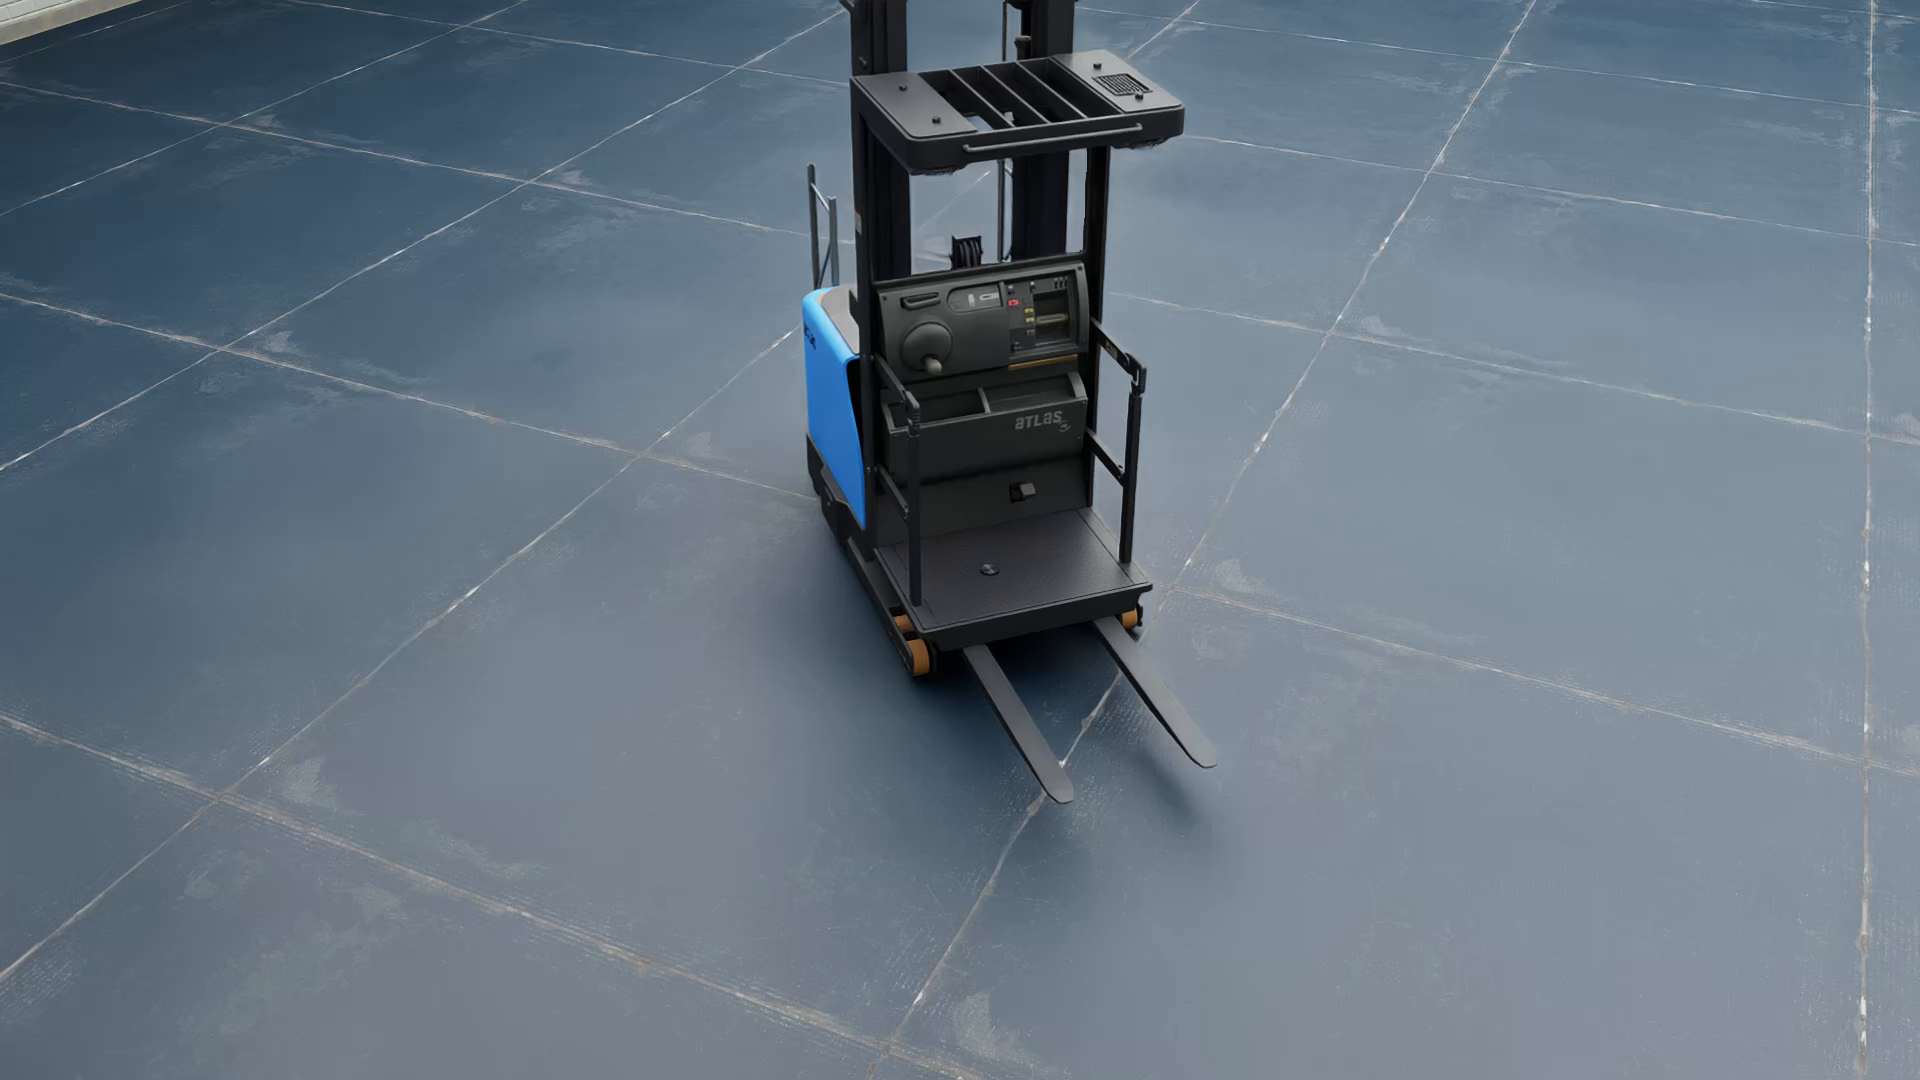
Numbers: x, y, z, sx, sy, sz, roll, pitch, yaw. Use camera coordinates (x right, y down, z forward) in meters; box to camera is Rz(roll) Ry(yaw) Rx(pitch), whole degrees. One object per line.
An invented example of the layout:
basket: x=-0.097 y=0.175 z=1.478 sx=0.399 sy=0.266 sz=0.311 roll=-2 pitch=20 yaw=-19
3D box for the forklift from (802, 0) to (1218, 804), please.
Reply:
forklift: x=0.184 y=-0.880 z=6.919 sx=1.130 sy=2.935 sz=3.031 roll=-11 pitch=35 yaw=-16

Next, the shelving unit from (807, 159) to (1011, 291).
shelving unit: x=-0.202 y=-1.234 z=8.764 sx=1.048 sy=1.500 sz=0.538 roll=-10 pitch=34 yaw=-14

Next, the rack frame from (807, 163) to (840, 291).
rack frame: x=-0.687 y=-1.151 z=8.638 sx=0.032 sy=1.500 sz=0.500 roll=-10 pitch=34 yaw=-14

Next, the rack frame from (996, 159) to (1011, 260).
rack frame: x=0.284 y=-1.317 z=8.891 sx=0.032 sy=1.500 sz=0.500 roll=-10 pitch=34 yaw=-14
